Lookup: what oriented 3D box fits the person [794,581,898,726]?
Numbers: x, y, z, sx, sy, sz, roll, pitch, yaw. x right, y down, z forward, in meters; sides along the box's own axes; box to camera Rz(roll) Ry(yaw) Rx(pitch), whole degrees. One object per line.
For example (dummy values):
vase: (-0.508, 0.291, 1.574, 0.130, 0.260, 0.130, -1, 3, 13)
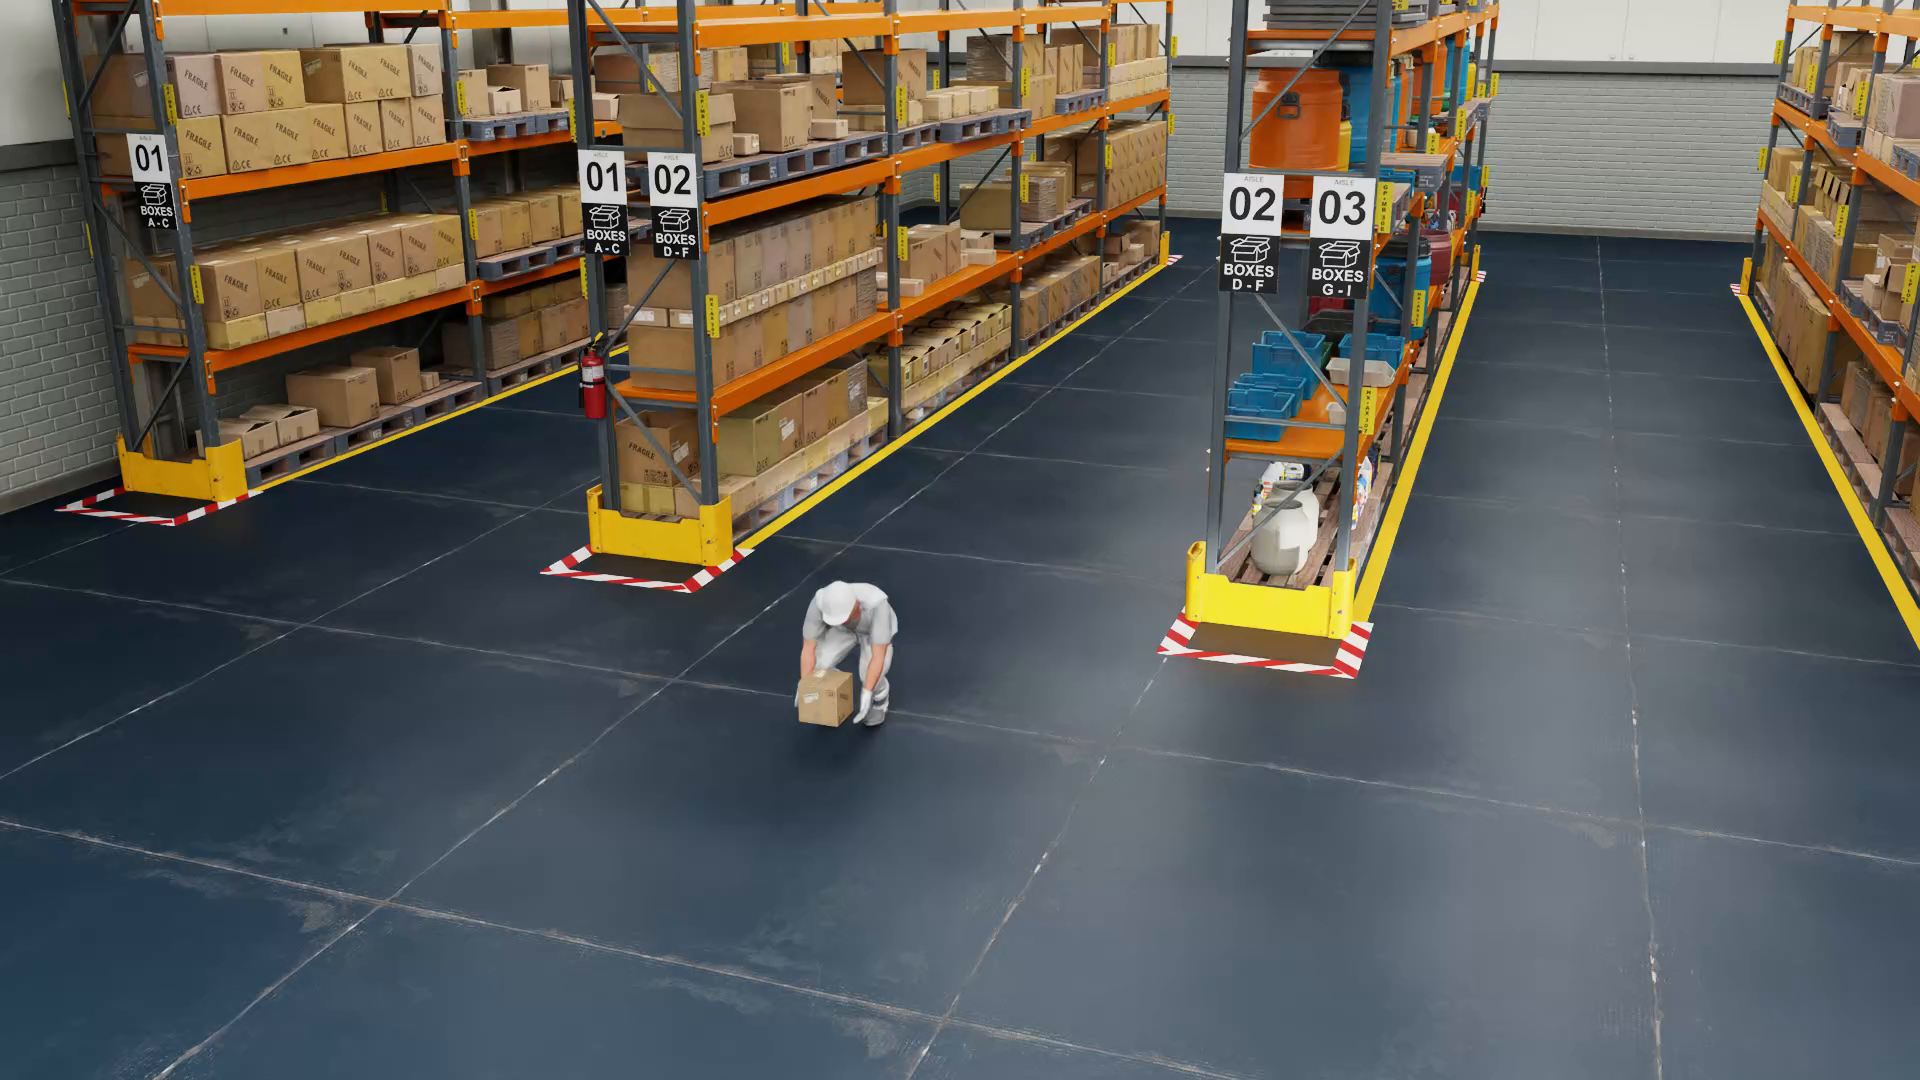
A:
person: (-0.645, 0.651, 10.237, 0.570, 1.056, 0.867, 6, 19, 18)
